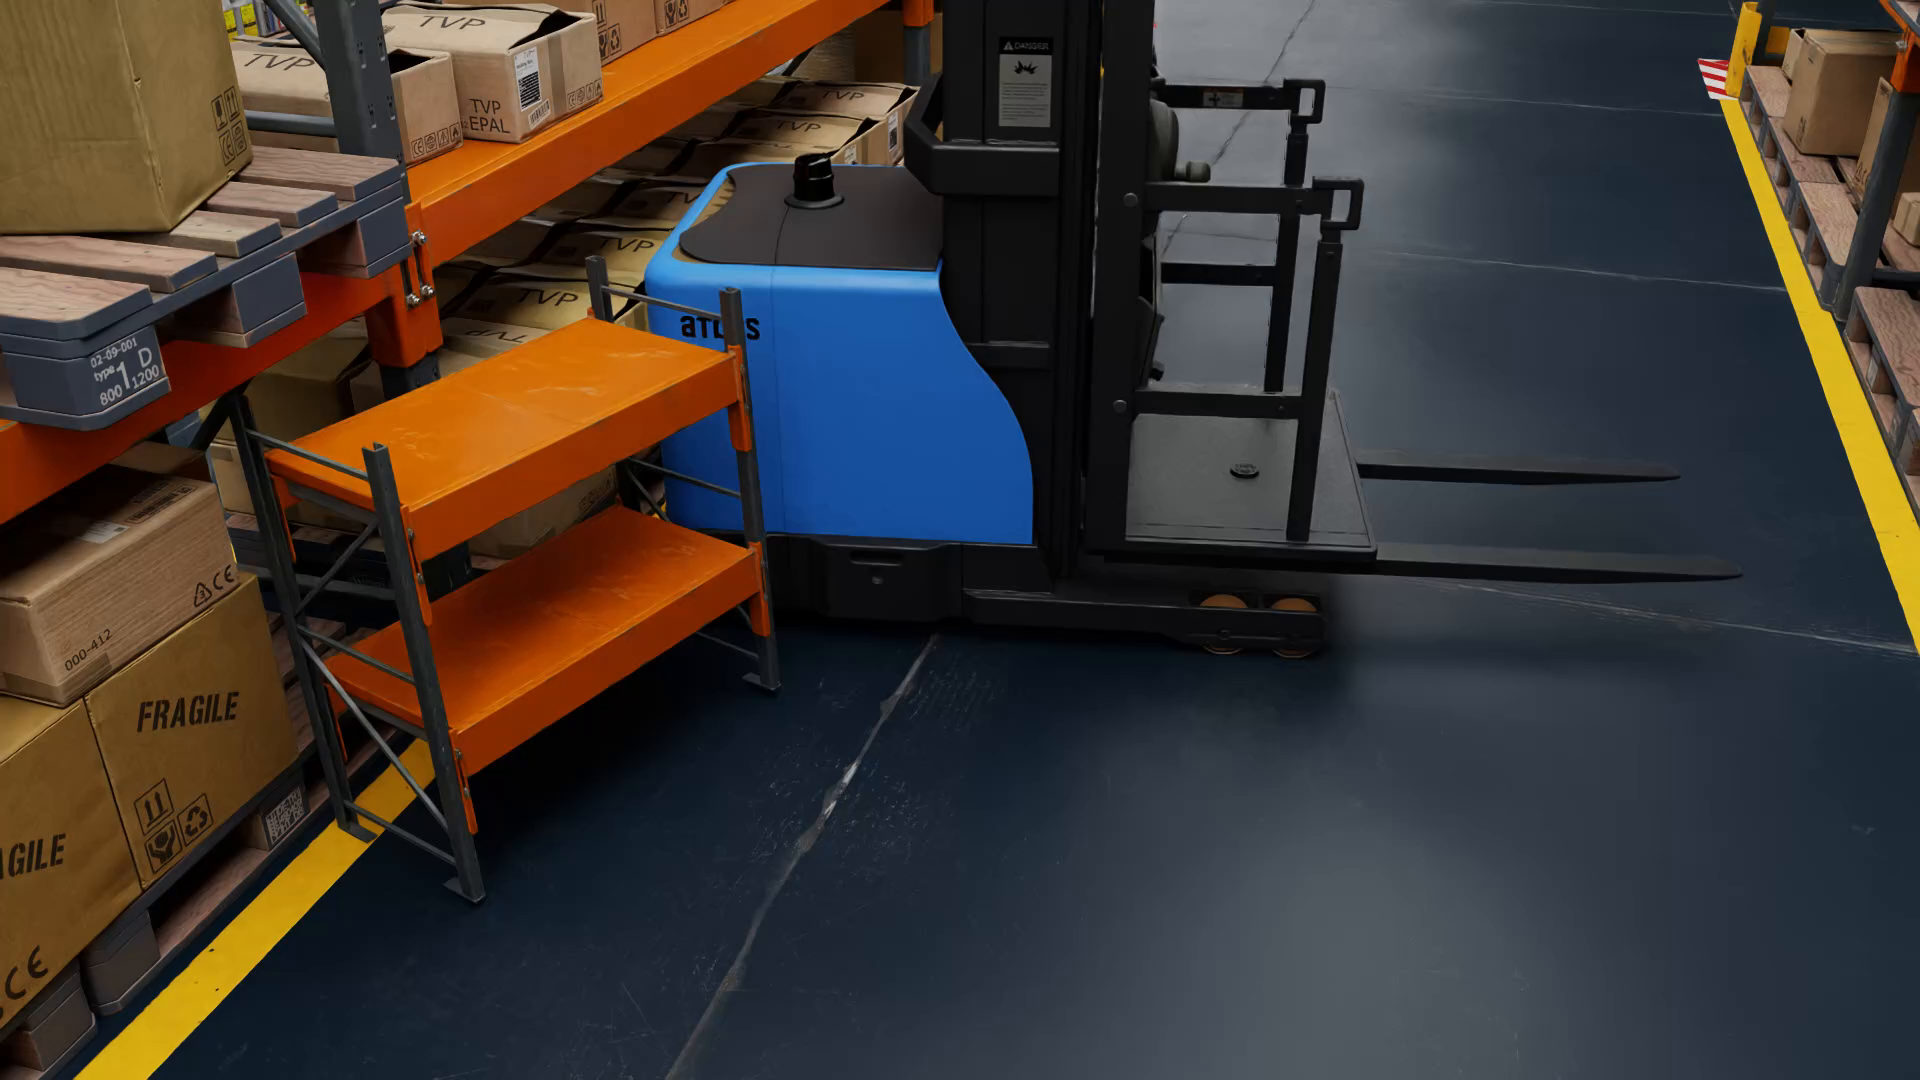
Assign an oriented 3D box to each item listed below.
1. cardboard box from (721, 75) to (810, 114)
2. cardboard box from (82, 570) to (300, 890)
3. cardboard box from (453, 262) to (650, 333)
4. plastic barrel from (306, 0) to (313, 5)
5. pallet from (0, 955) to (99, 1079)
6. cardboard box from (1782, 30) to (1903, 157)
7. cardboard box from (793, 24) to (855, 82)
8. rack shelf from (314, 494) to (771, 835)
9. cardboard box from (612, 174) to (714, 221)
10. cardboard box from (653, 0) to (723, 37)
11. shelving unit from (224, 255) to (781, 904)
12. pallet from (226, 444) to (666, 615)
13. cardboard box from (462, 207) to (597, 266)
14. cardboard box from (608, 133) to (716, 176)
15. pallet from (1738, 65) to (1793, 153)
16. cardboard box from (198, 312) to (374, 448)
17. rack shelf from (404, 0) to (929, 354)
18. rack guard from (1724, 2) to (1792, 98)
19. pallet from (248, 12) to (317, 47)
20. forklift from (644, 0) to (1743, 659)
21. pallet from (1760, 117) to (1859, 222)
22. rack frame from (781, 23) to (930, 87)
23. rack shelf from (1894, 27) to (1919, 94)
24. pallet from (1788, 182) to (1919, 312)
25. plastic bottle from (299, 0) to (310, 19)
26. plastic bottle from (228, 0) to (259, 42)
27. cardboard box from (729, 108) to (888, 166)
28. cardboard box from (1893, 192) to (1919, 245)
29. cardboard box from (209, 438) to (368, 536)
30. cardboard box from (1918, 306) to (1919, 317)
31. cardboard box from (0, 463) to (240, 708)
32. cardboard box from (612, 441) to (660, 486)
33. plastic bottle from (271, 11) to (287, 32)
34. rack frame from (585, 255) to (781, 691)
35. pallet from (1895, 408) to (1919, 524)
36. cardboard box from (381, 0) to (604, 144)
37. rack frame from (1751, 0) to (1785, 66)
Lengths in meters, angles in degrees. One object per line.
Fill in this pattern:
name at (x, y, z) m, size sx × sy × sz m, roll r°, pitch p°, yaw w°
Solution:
cardboard box at (-0.990, -1.934, 7.461) m, size 0.500 × 0.311 × 0.500 m, roll 9°, pitch 30°, yaw 15°
cardboard box at (-1.855, 0.364, 3.630) m, size 0.500 × 0.500 × 0.500 m, roll 10°, pitch 31°, yaw 17°
cardboard box at (-1.224, -0.678, 5.204) m, size 0.500 × 0.311 × 0.500 m, roll 8°, pitch 30°, yaw 14°
plastic barrel at (-4.458, -3.978, 11.442) m, size 0.421 × 0.512 × 0.421 m, roll 0°, pitch 29°, yaw 0°
pallet at (-2.420, 1.121, 3.018) m, size 1.003 × 0.211 × 1.213 m, roll 8°, pitch 30°, yaw 15°
cardboard box at (4.560, -2.210, 8.255) m, size 0.700 × 0.500 × 0.500 m, roll 7°, pitch 30°, yaw 12°
cardboard box at (-0.546, -2.651, 8.554) m, size 0.500 × 0.500 × 0.500 m, roll 8°, pitch 30°, yaw 15°
rack shelf at (-1.000, 0.264, 4.090) m, size 0.538 × 0.278 × 1.000 m, roll 17°, pitch 34°, yaw 31°
cardboard box at (-0.922, -1.154, 6.059) m, size 0.500 × 0.311 × 0.500 m, roll 8°, pitch 30°, yaw 14°
cardboard box at (-1.173, -2.075, 5.792) m, size 0.500 × 0.500 × 0.500 m, roll 9°, pitch 30°, yaw 15°
shelving unit at (-1.009, 0.049, 3.974) m, size 0.538 × 1.125 × 1.048 m, roll 17°, pitch 34°, yaw 31°
pallet at (-1.526, -0.163, 5.326) m, size 1.003 × 0.211 × 1.213 m, roll 8°, pitch 30°, yaw 15°
cardboard box at (-1.589, -0.987, 5.758) m, size 0.500 × 0.311 × 0.500 m, roll 8°, pitch 30°, yaw 15°
cardboard box at (-1.293, -1.461, 6.611) m, size 0.500 × 0.311 × 0.500 m, roll 8°, pitch 30°, yaw 13°
pallet at (4.985, -2.391, 9.331) m, size 1.003 × 0.211 × 1.213 m, roll 8°, pitch 30°, yaw 15°
cardboard box at (-1.887, -0.510, 4.901) m, size 0.500 × 0.311 × 0.500 m, roll 9°, pitch 30°, yaw 16°
rack shelf at (-1.218, -1.620, 5.816) m, size 1.077 × 0.370 × 4.000 m, roll 8°, pitch 30°, yaw 15°
rack guard at (5.258, -2.890, 9.930) m, size 1.175 × 0.500 × 0.348 m, roll 8°, pitch 30°, yaw 15°
pallet at (-4.772, -3.228, 10.836) m, size 1.003 × 0.211 × 1.213 m, roll 8°, pitch 30°, yaw 15°
forklift at (0.700, -1.221, 4.430) m, size 3.031 × 2.935 × 1.130 m, roll 3°, pitch 29°, yaw 5°
pallet at (4.625, -1.826, 8.315) m, size 1.003 × 0.211 × 1.213 m, roll 8°, pitch 30°, yaw 15°
rack frame at (-0.631, -2.863, 7.312) m, size 1.000 × 3.000 × 0.127 m, roll 8°, pitch 30°, yaw 15°
rack shelf at (3.519, -0.915, 4.548) m, size 1.077 × 0.370 × 4.000 m, roll 8°, pitch 30°, yaw 15°
pallet at (4.269, -1.257, 7.292) m, size 1.003 × 0.211 × 1.213 m, roll 8°, pitch 30°, yaw 15°
plastic bottle at (-4.311, -3.484, 10.854) m, size 0.097 × 0.201 × 0.097 m, roll 0°, pitch 29°, yaw 0°
plastic bottle at (-4.496, -3.294, 10.359) m, size 0.144 × 0.351 × 0.185 m, roll 10°, pitch 31°, yaw 17°
cardboard box at (-0.622, -1.619, 6.894) m, size 0.500 × 0.311 × 0.500 m, roll 9°, pitch 30°, yaw 16°
cardboard box at (4.234, -1.365, 7.081) m, size 0.380 × 0.166 × 0.250 m, roll 5°, pitch 29°, yaw 8°
cardboard box at (-1.884, -0.266, 5.039) m, size 0.500 × 0.250 × 0.500 m, roll 9°, pitch 30°, yaw 16°
cardboard box at (3.906, -0.914, 5.926) m, size 0.700 × 0.500 × 0.500 m, roll 10°, pitch 30°, yaw 17°
cardboard box at (-1.867, 0.063, 3.399) m, size 0.500 × 0.250 × 0.500 m, roll 10°, pitch 31°, yaw 17°
cardboard box at (-1.224, -0.422, 5.319) m, size 0.500 × 0.250 × 0.500 m, roll 8°, pitch 30°, yaw 13°
plastic bottle at (-4.411, -3.404, 10.632) m, size 0.152 × 0.276 × 0.135 m, roll 9°, pitch 30°, yaw 15°
rack frame at (-0.714, -0.157, 4.333) m, size 0.500 × 1.125 × 0.032 m, roll 17°, pitch 34°, yaw 31°
pallet at (3.522, -0.009, 5.049) m, size 1.003 × 0.211 × 1.213 m, roll 8°, pitch 30°, yaw 15°
cardboard box at (-1.357, -1.354, 4.689) m, size 0.500 × 0.311 × 0.500 m, roll 8°, pitch 30°, yaw 14°
rack frame at (5.280, -4.017, 9.386) m, size 1.000 × 3.000 × 0.127 m, roll 8°, pitch 30°, yaw 15°
